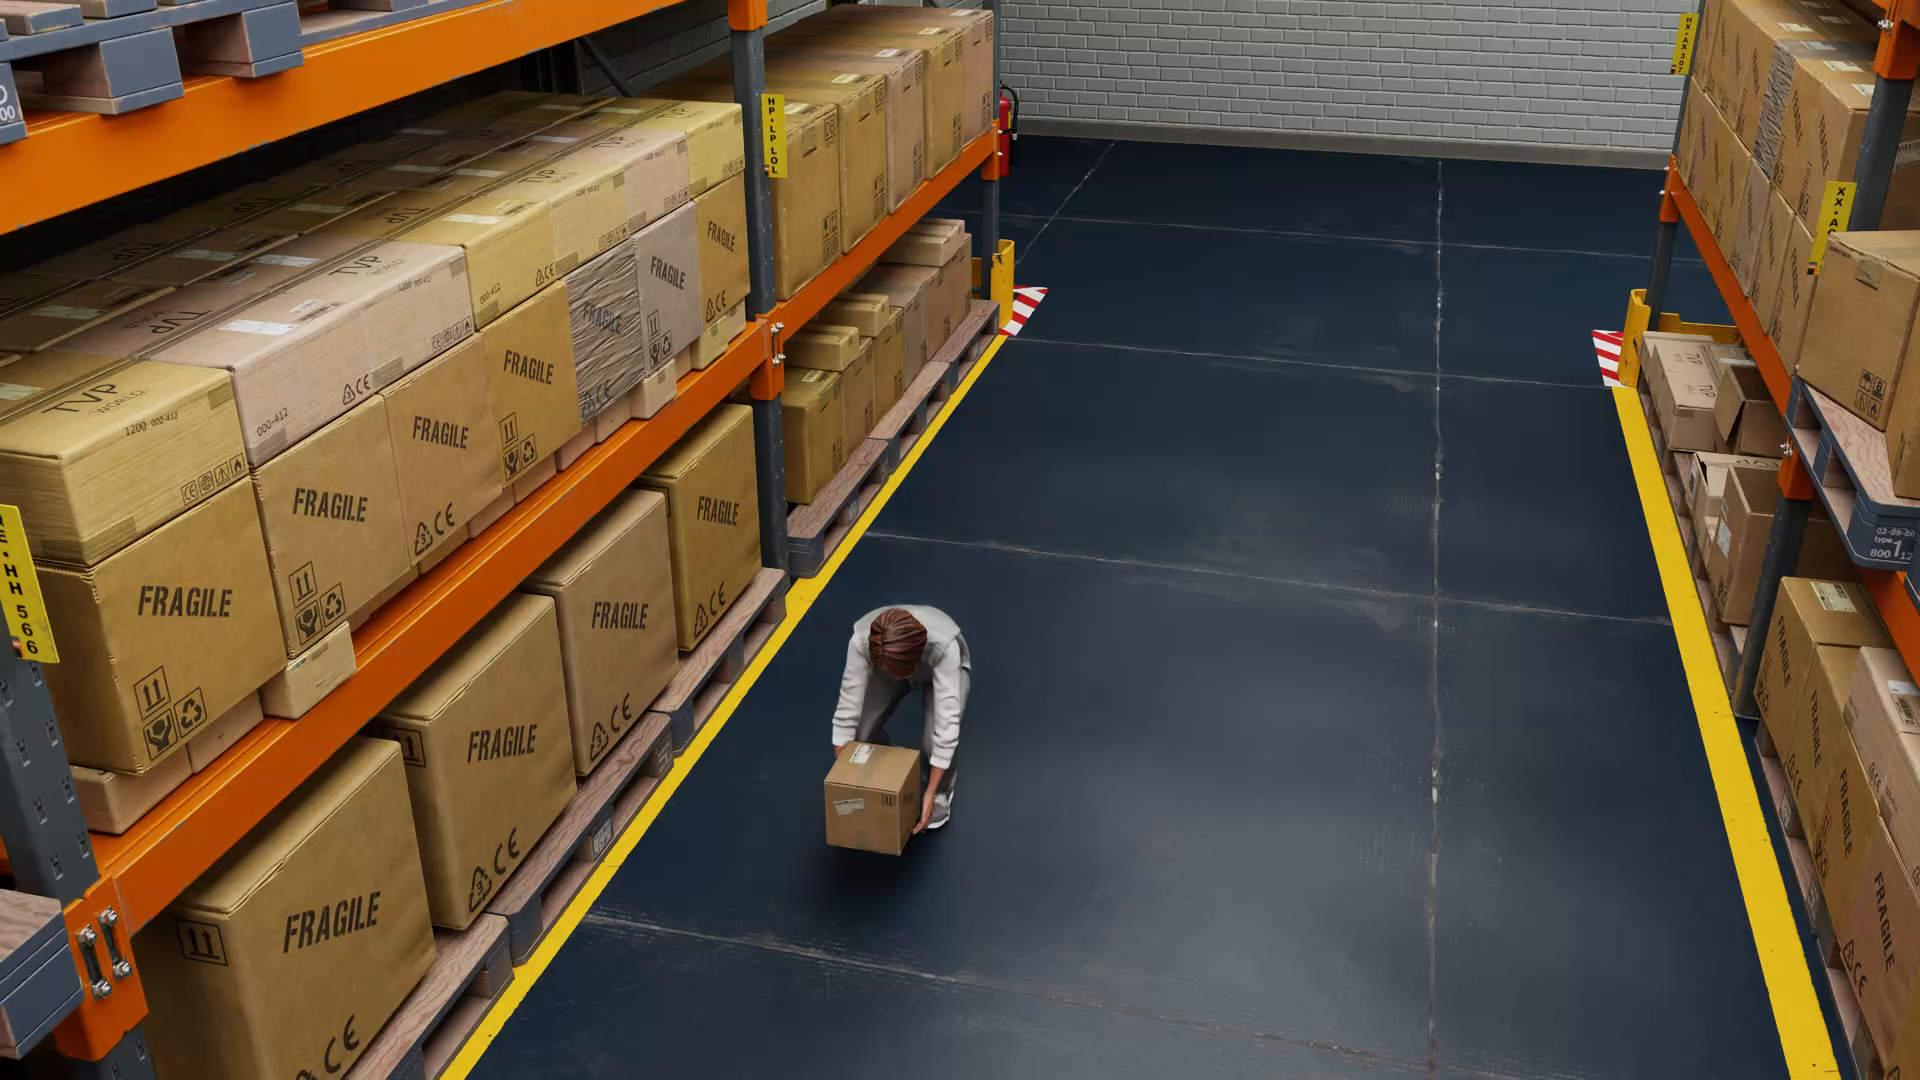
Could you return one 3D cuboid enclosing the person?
[{"bbox_3d":[-0.168,0.553,5.710,0.452,0.961,0.782,7,27,14],"label":"person"}]
